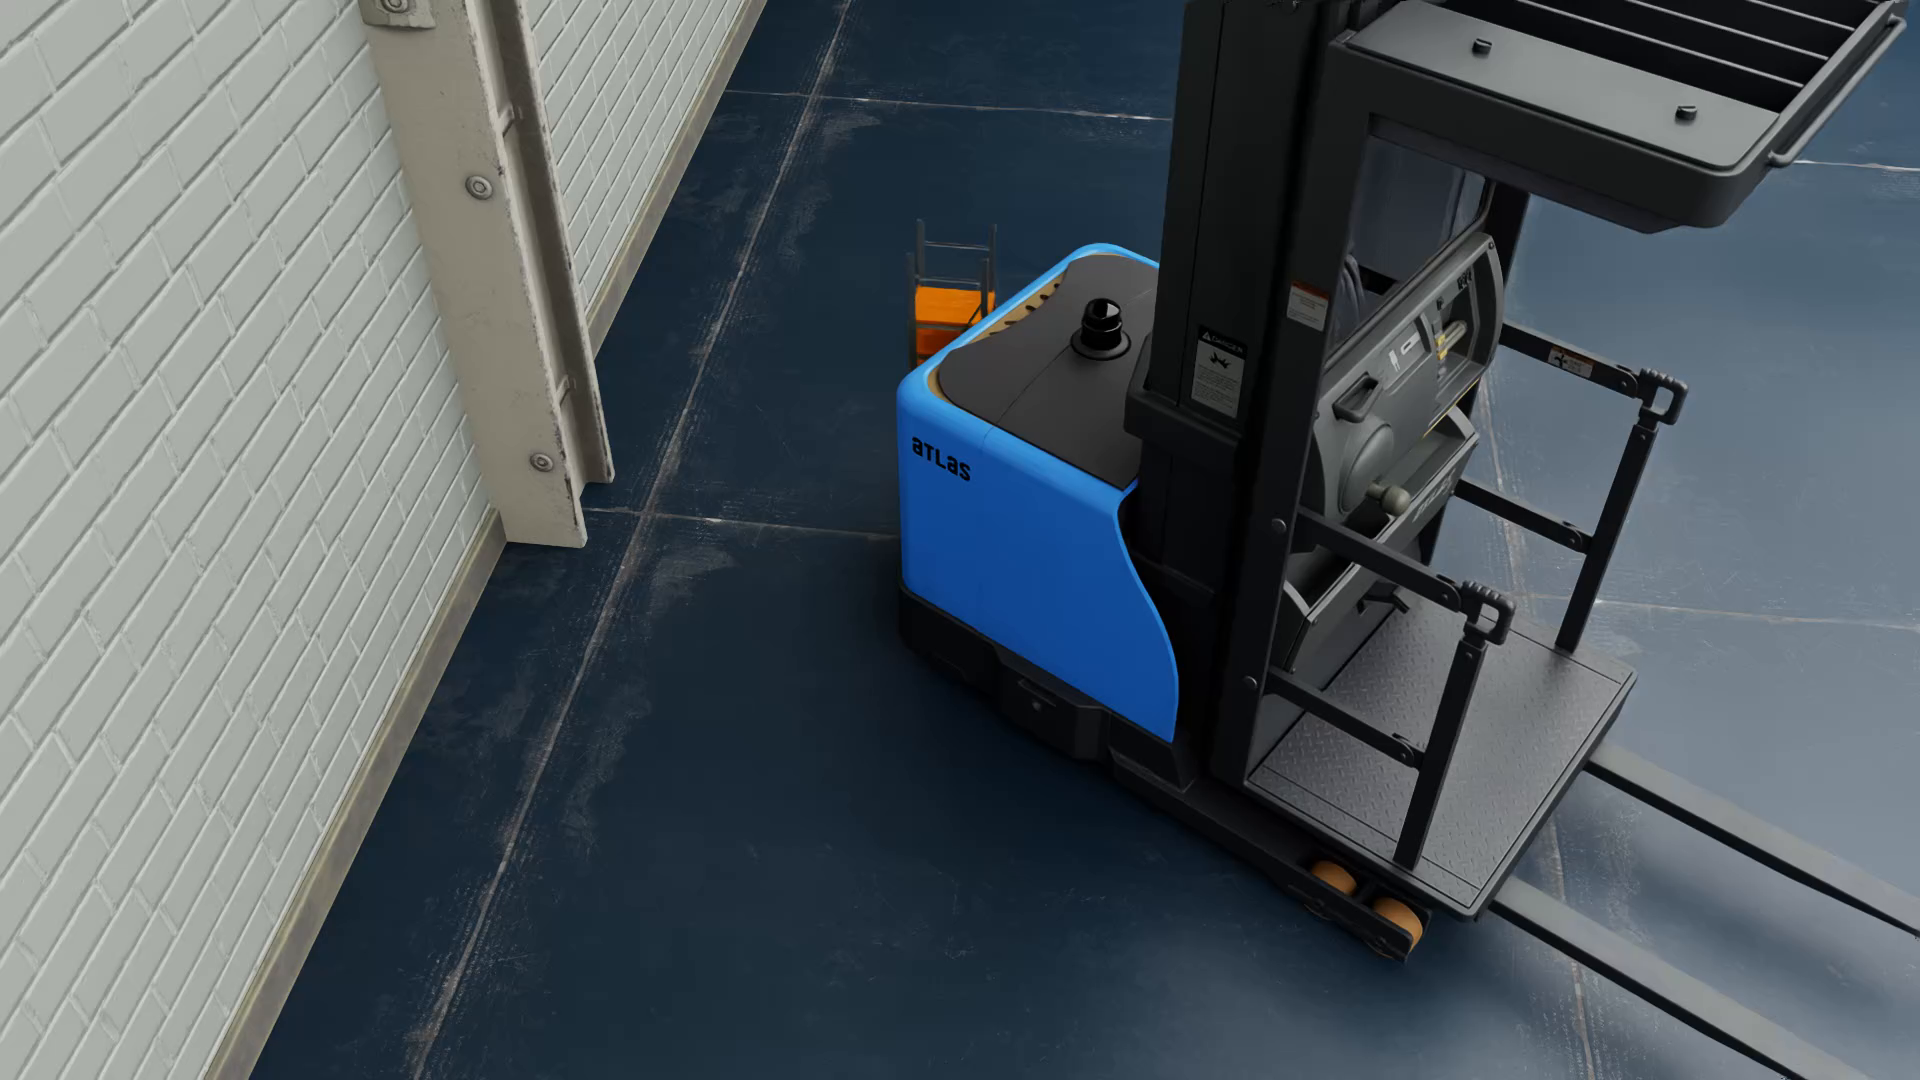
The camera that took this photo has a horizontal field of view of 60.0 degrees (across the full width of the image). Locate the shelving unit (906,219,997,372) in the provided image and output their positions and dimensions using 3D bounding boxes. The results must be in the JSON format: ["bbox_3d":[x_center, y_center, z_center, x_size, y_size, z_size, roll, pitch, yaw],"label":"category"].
[{"bbox_3d":[-0.023,-0.460,5.363,0.258,1.200,0.189,5,44,6],"label":"shelving unit"}]

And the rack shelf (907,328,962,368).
[{"bbox_3d":[-0.023,-0.602,5.229,0.258,0.103,0.180,5,44,6],"label":"rack shelf"}]

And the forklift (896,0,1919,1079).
[{"bbox_3d":[1.267,-0.341,3.978,3.031,2.935,1.130,29,51,27],"label":"forklift"}]

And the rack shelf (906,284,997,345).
[{"bbox_3d":[-0.023,-0.689,5.146,0.258,0.103,0.180,5,44,6],"label":"rack shelf"}]

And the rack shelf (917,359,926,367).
[{"bbox_3d":[-0.023,-0.515,5.311,0.258,0.103,0.180,5,44,6],"label":"rack shelf"}]

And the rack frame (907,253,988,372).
[{"bbox_3d":[-0.036,-0.398,5.297,0.240,1.200,0.006,5,44,6],"label":"rack frame"}]

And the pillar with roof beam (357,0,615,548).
[{"bbox_3d":[2.844,-2.998,2.371,9.100,9.000,0.400,5,44,6],"label":"pillar with roof beam"}]

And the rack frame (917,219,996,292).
[{"bbox_3d":[-0.011,-0.522,5.429,0.240,1.200,0.006,5,44,6],"label":"rack frame"}]
